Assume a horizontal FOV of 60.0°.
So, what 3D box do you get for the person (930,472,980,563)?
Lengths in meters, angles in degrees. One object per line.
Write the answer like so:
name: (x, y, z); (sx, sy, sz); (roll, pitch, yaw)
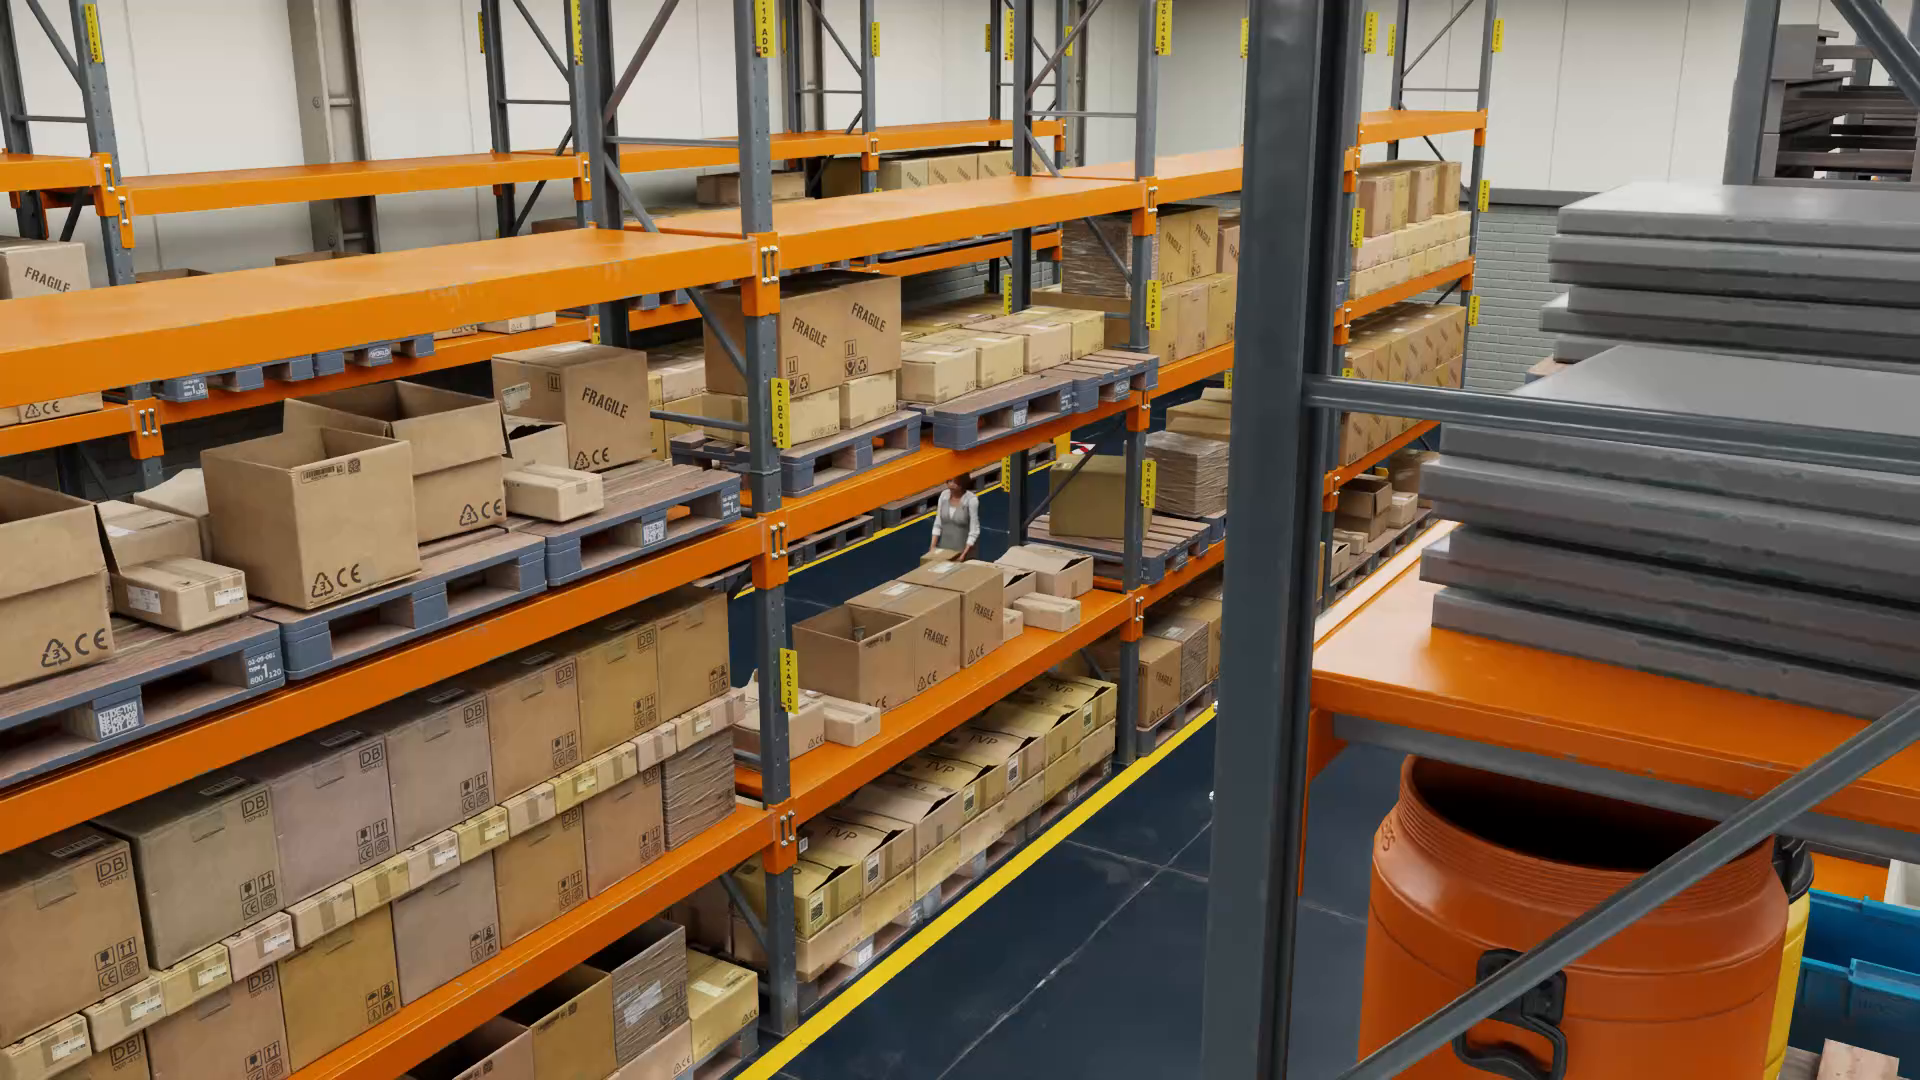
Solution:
person: (-0.043, 0.149, 14.032); (0.444, 1.603, 0.397); (10, 19, 29)
